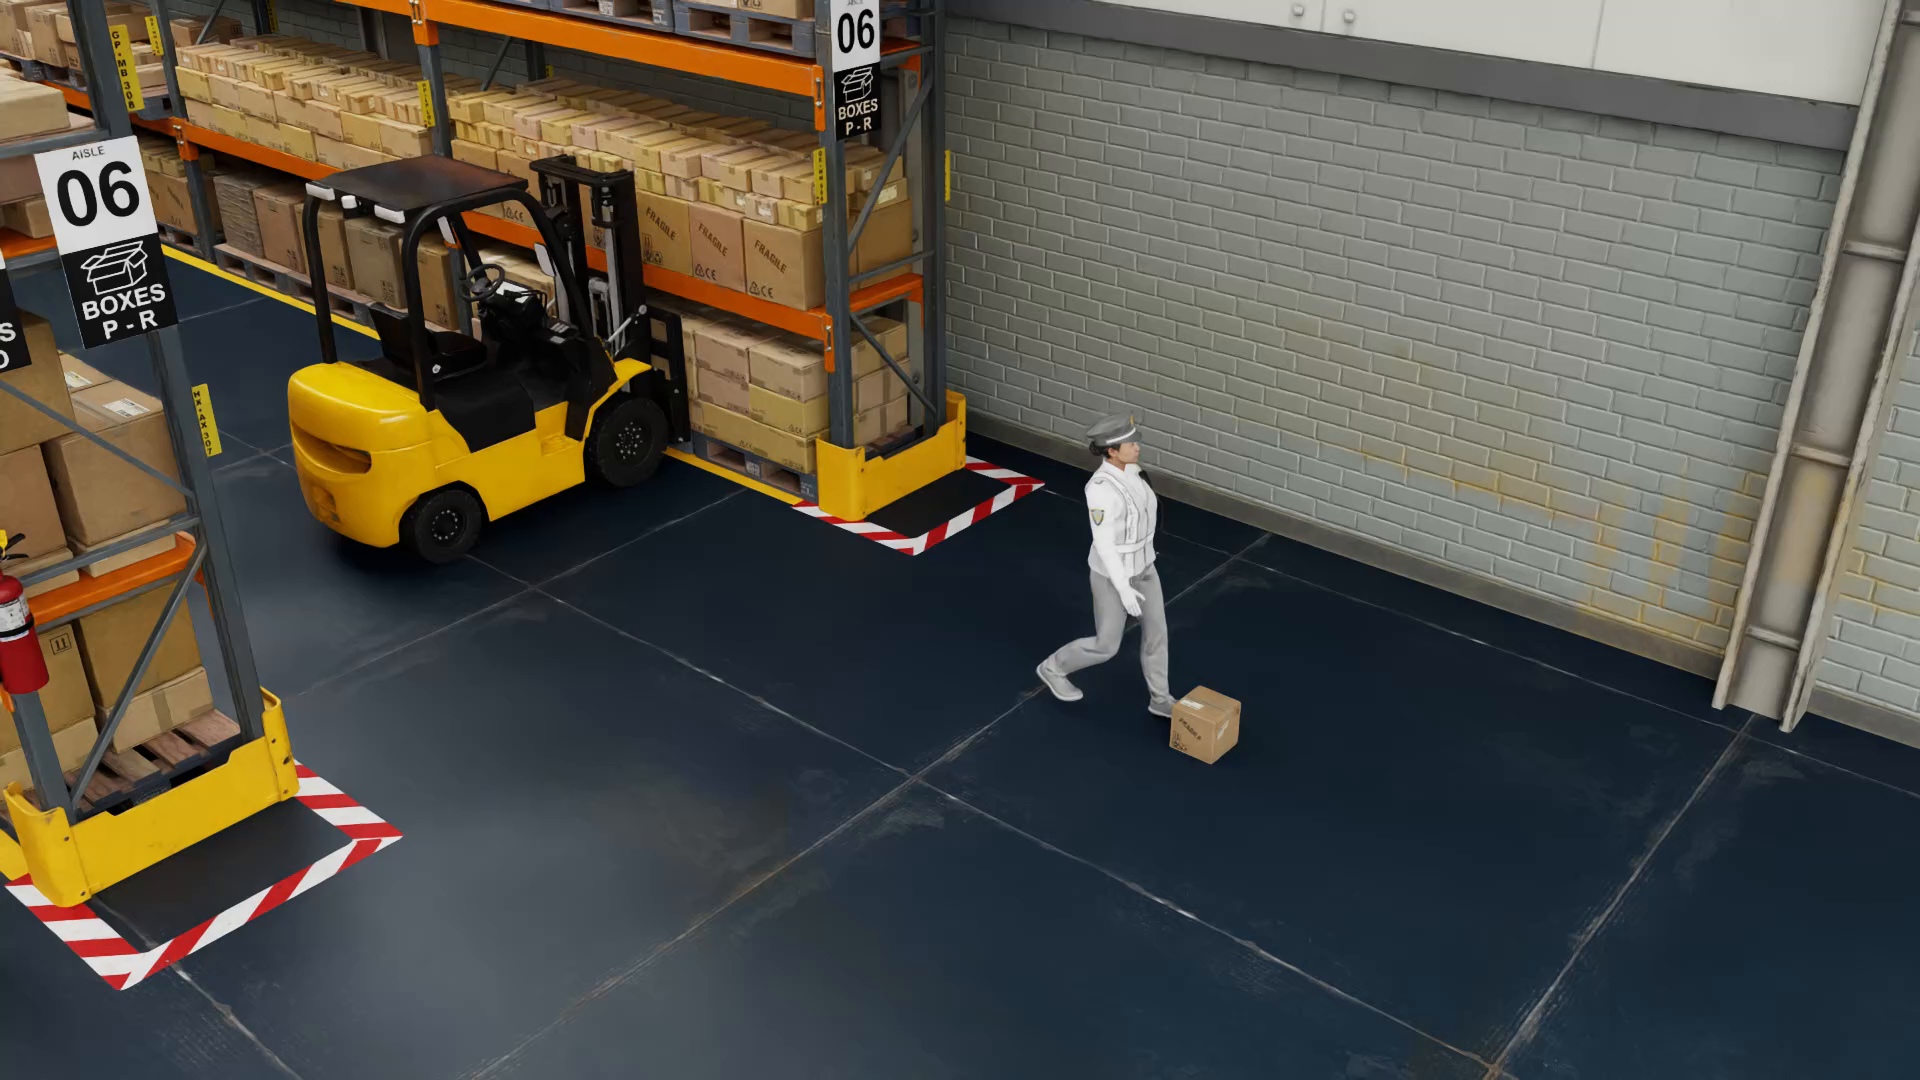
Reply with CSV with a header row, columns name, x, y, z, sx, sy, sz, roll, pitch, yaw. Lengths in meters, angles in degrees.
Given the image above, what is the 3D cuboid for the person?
name,x,y,z,sx,sy,sz,roll,pitch,yaw
person,0.831,0.142,8.304,0.843,1.657,0.496,17,32,29
